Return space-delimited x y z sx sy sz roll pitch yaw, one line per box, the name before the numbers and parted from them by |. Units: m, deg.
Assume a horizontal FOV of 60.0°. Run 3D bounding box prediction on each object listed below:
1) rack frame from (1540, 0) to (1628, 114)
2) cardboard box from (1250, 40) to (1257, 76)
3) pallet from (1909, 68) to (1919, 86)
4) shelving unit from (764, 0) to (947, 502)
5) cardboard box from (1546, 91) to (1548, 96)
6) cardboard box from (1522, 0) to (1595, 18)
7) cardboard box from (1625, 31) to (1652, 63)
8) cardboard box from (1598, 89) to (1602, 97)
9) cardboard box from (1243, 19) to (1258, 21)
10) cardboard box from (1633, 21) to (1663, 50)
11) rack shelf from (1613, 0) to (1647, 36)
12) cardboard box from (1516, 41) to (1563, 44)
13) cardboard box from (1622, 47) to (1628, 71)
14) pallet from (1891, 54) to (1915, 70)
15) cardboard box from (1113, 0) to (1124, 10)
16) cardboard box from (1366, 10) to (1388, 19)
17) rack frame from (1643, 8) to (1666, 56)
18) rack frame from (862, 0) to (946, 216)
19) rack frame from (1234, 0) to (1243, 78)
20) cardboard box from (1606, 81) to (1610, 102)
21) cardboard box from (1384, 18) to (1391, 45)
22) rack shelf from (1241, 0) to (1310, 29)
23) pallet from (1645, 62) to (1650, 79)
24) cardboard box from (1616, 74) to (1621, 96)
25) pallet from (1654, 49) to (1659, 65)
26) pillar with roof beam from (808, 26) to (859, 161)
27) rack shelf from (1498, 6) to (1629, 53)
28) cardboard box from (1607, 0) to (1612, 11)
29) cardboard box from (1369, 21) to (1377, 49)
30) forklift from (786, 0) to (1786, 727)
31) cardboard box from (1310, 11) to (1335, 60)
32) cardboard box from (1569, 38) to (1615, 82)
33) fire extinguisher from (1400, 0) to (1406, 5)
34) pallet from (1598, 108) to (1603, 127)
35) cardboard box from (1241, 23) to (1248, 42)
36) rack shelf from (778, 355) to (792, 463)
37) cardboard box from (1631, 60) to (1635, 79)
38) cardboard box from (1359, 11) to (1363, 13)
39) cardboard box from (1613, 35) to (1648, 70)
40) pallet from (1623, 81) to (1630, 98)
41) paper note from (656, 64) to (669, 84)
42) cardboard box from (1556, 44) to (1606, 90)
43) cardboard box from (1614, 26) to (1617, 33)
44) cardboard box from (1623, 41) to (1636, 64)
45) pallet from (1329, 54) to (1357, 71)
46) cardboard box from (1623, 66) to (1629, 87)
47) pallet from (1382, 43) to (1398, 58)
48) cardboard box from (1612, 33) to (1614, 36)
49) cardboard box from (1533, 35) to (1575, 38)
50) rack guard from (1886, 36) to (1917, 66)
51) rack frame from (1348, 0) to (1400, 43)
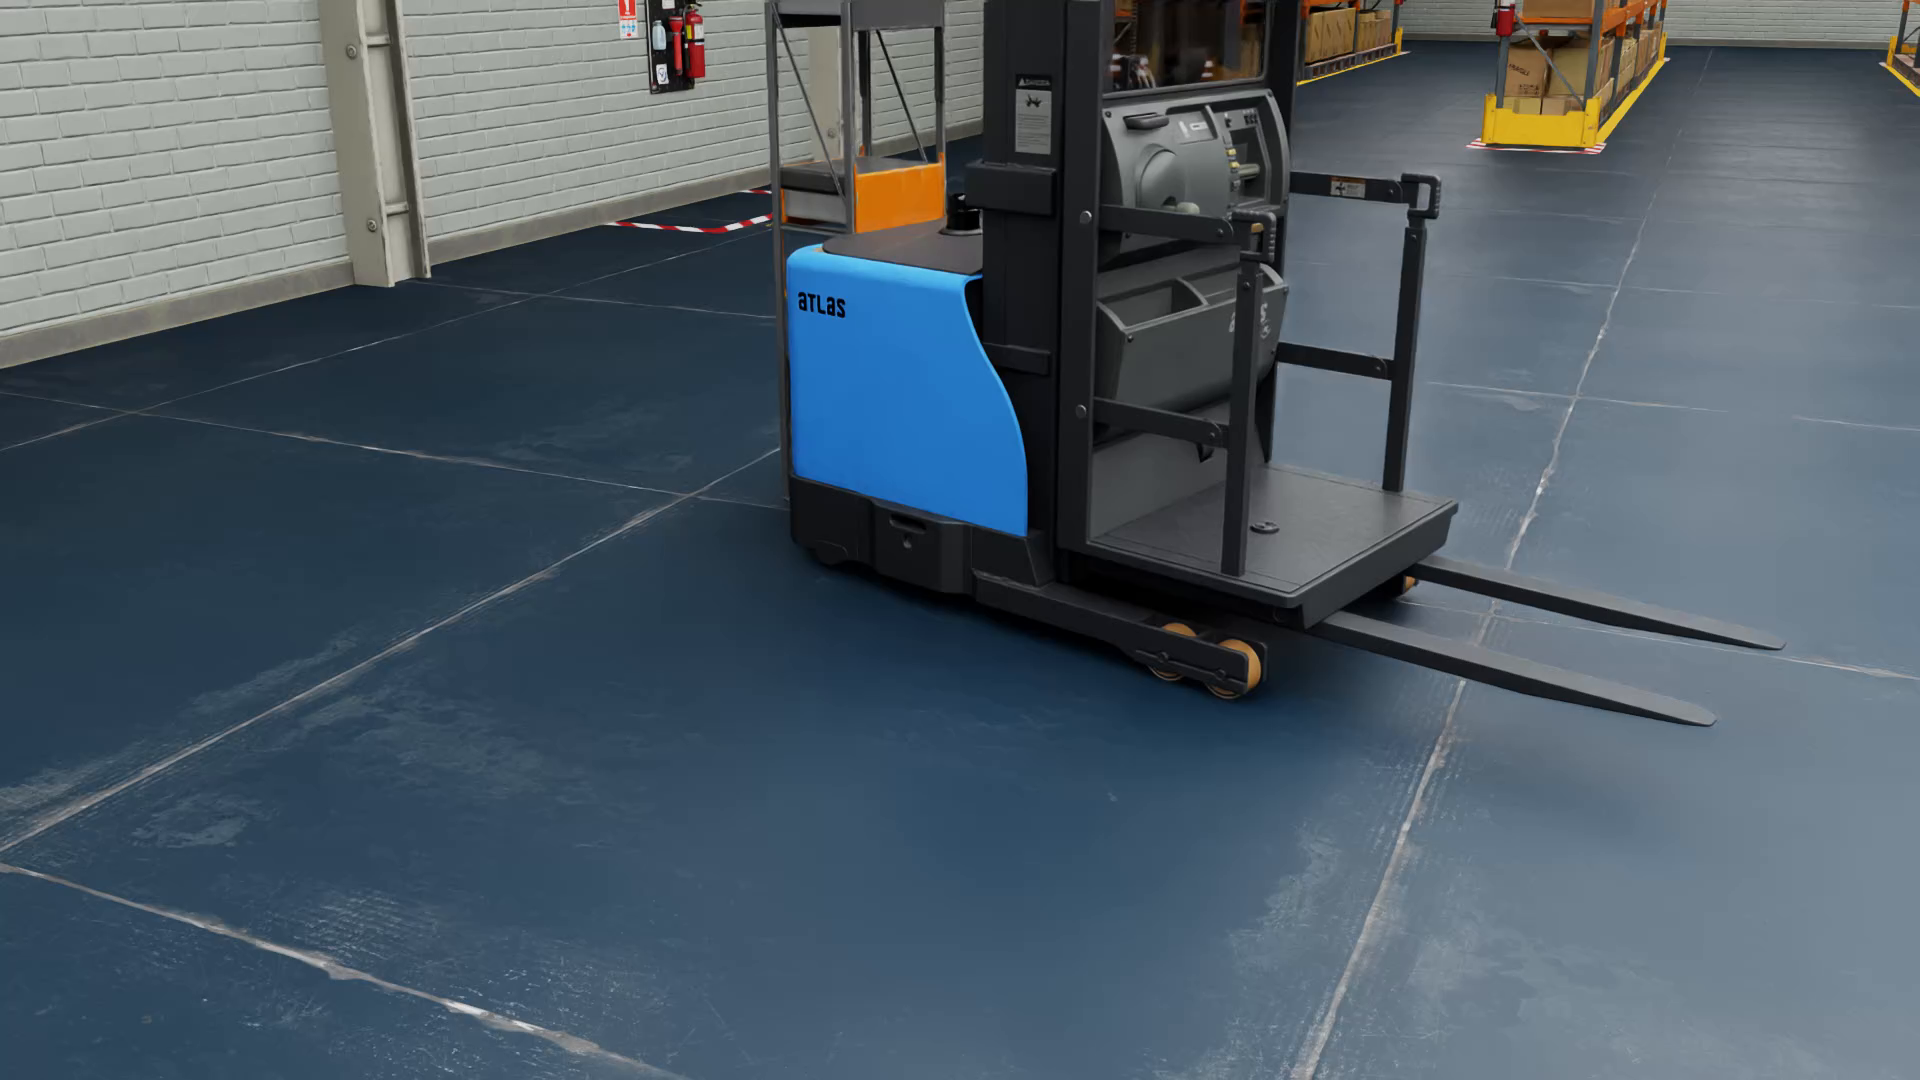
rack frame | 7.937 -6.958 21.057 1.000 3.000 0.127 9 21 23
cardboard box | 4.114 -7.208 24.835 0.700 0.500 0.500 9 21 23
pallet | 15.377 -7.179 25.839 1.003 0.211 1.213 9 21 23
shelving unit | -0.367 -1.163 6.106 0.431 2.100 0.503 16 25 37
cardboard box | 6.443 -4.996 19.018 0.500 0.250 0.500 9 21 23
cardboard box | 6.502 -5.923 17.998 0.700 0.500 0.500 9 21 23
cardboard box | 11.063 -8.093 27.322 0.500 0.500 0.500 9 21 23
cardboard box | 7.129 -5.077 19.245 0.500 0.250 0.500 9 21 23
cardboard box | 4.517 -7.849 25.518 0.500 0.250 0.500 9 21 24
cardboard box | 12.853 -9.456 31.154 0.500 0.500 0.500 9 21 23
rack shelf | 8.756 -7.230 22.896 1.077 0.370 4.000 9 21 23
cardboard box | 6.850 -5.656 19.753 0.500 0.500 0.500 9 21 23
cardboard box | 8.755 -6.527 22.486 0.500 0.311 0.500 8 21 21
pallet | 16.996 -8.385 29.230 1.003 0.211 1.213 9 21 23
cardboard box | 1.793 -6.522 20.025 0.500 0.250 0.500 9 21 23
cardboard box | 8.145 -10.260 32.478 0.380 0.149 0.250 9 22 24
rack frame | 12.851 -10.626 31.372 1.000 3.000 0.127 9 21 23
rack frame | -0.211 -1.226 6.283 0.400 2.100 0.015 16 25 37
rack frame | 3.417 -7.636 22.965 1.000 3.000 0.127 9 21 23
cardboard box | 7.733 -5.537 20.538 0.500 0.250 0.500 9 21 23
cardboard box | 8.135 -10.097 32.988 0.700 0.500 0.500 9 21 23
rack shelf | 4.236 -7.909 24.804 1.077 0.370 4.000 9 21 23
pallet | 10.915 -7.836 27.687 1.003 0.211 1.213 9 21 23
cardboard box | 8.329 -5.949 21.698 0.500 0.250 0.500 8 21 21
pallet | 12.495 -9.045 31.088 1.003 0.211 1.213 9 21 23
pillar with roof beam | 2.747 -7.148 12.638 9.100 9.000 0.400 9 21 23
rack shelf | 7.118 -6.007 19.458 1.077 0.370 4.000 9 21 23
cardboard box | 7.551 -6.706 20.200 0.700 0.500 0.500 8 21 22
cardboard box | 7.513 -9.626 31.664 0.700 0.500 0.500 9 22 24
forklift | 0.870 -1.130 4.773 3.031 2.935 1.130 16 25 37
cardboard box | 5.840 -8.518 28.025 0.750 0.750 0.750 8 21 22
cardboard box | 7.732 -5.890 20.413 0.500 0.500 0.500 9 21 23
fire extinguisher | 8.813 -11.075 33.307 0.296 0.674 0.183 9 21 23
pallet | 7.075 -5.032 19.804 1.003 0.211 1.213 9 21 23
cardboard box | 3.880 -7.382 24.203 0.500 0.250 0.500 8 21 22
rack shelf | -0.367 -0.491 6.345 0.431 0.518 0.480 16 25 37
cardboard box | 9.582 -6.889 24.339 0.500 0.250 0.500 9 22 24
cardboard box | 7.591 -10.159 32.194 0.380 0.149 0.250 9 21 23
cardboard box | 10.442 -7.624 26.002 0.500 0.500 0.500 8 21 22
pallet | 9.203 -6.620 24.270 1.003 0.211 1.213 9 21 23
paper note | -2.363 -3.702 13.217 0.016 0.148 0.142 9 21 23
cardboard box | 7.118 -5.432 19.123 0.500 0.500 0.500 9 21 23
cardboard box | 10.383 -8.366 26.971 0.500 0.250 0.500 9 21 23
cardboard box | 9.379 -6.993 23.797 0.500 0.311 0.500 8 21 22
pallet | 6.445 -8.522 29.616 1.003 0.211 1.213 9 21 23
cardboard box | 8.958 -6.420 23.020 0.500 0.250 0.500 9 21 24
pallet | 8.074 -9.736 33.029 1.003 0.211 1.213 9 21 23
cardboard box | 10.166 -7.848 26.633 0.500 0.500 0.500 8 21 21
cardboard box | 7.462 -6.115 21.044 0.500 0.500 0.500 9 21 23
rack guard | 17.367 -8.777 29.902 1.175 0.500 0.348 9 21 23
rack frame | 8.331 -11.305 33.280 1.000 3.000 0.127 9 21 23
